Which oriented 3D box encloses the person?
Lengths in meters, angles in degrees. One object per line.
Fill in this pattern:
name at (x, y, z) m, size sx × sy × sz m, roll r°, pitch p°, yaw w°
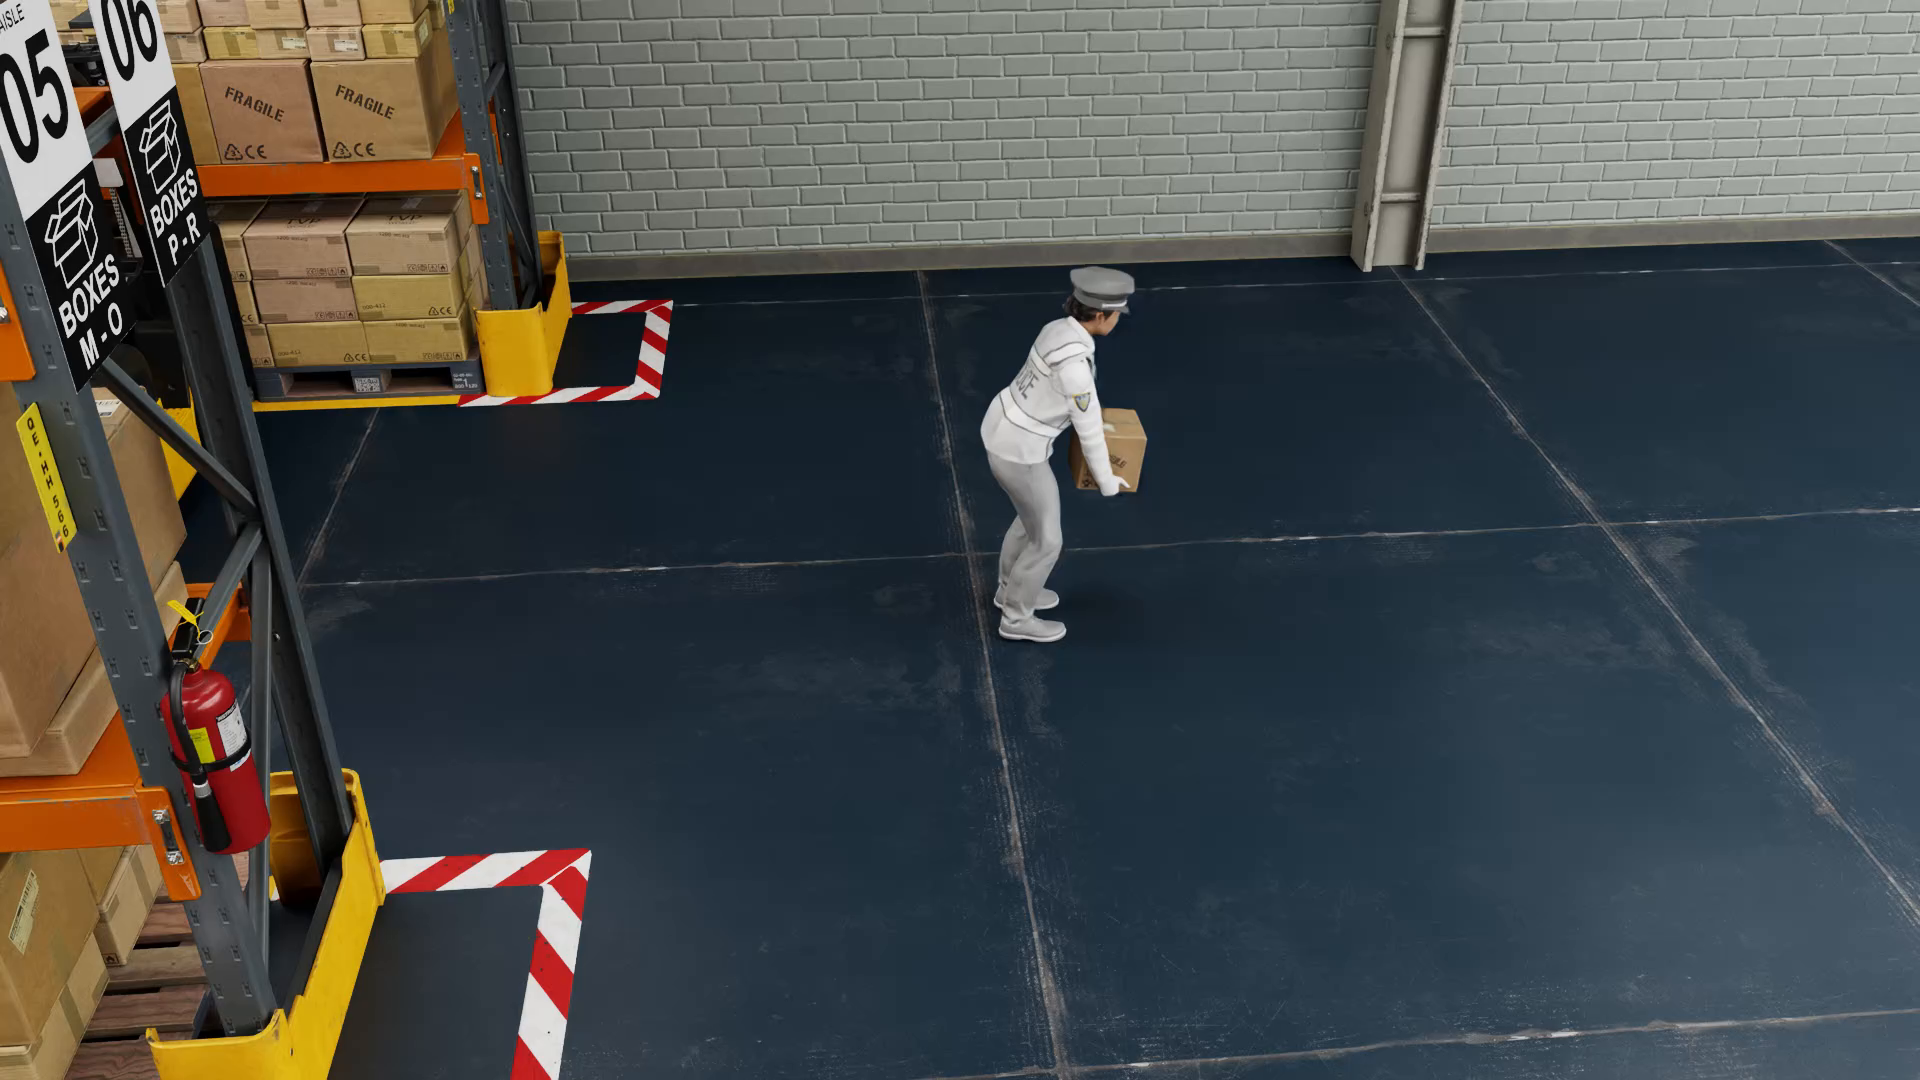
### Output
person at (0.379, -0.340, 6.778) m, size 0.589 × 1.584 × 0.412 m, roll -3°, pitch 31°, yaw -5°
